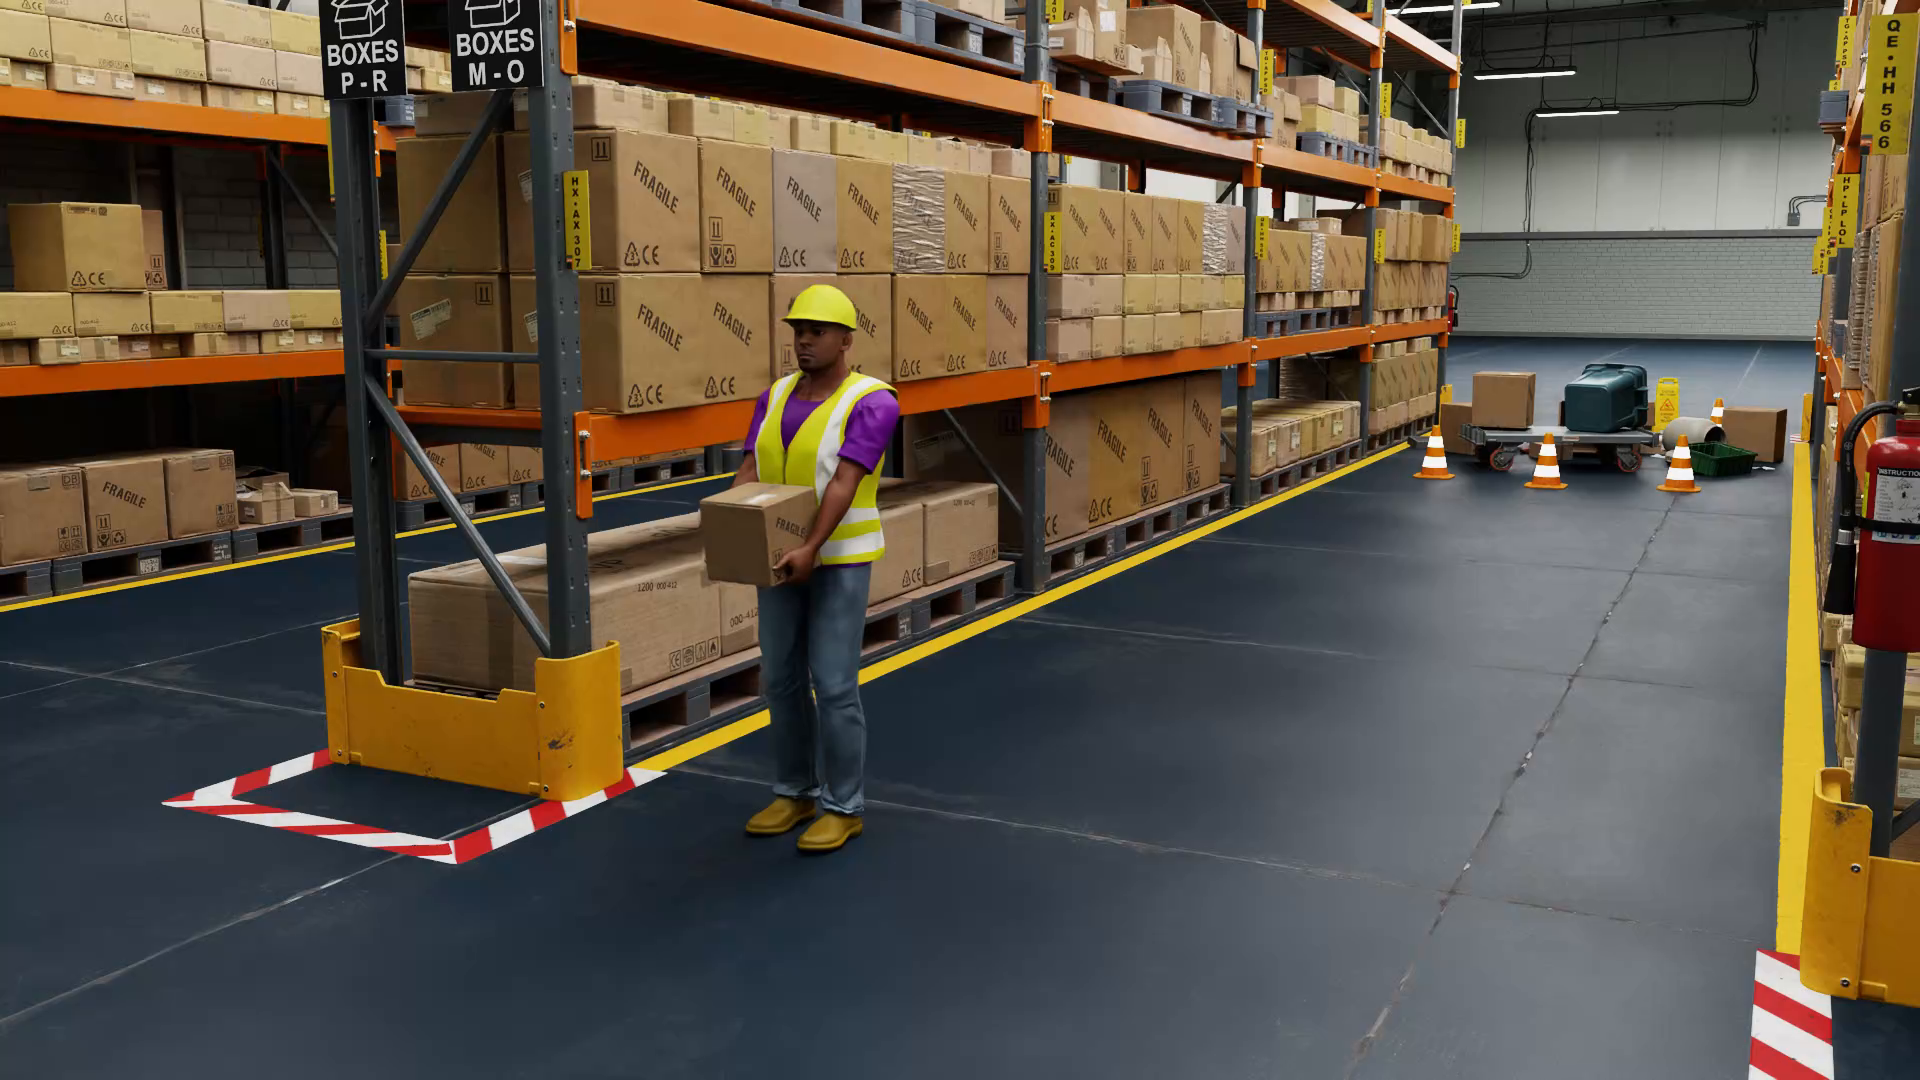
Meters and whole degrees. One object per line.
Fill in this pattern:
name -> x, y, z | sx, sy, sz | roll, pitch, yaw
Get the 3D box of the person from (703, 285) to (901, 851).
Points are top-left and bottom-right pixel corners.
person -> -0.502, 0.091, 5.218 | 0.505, 1.763, 0.567 | 6, 11, 32
